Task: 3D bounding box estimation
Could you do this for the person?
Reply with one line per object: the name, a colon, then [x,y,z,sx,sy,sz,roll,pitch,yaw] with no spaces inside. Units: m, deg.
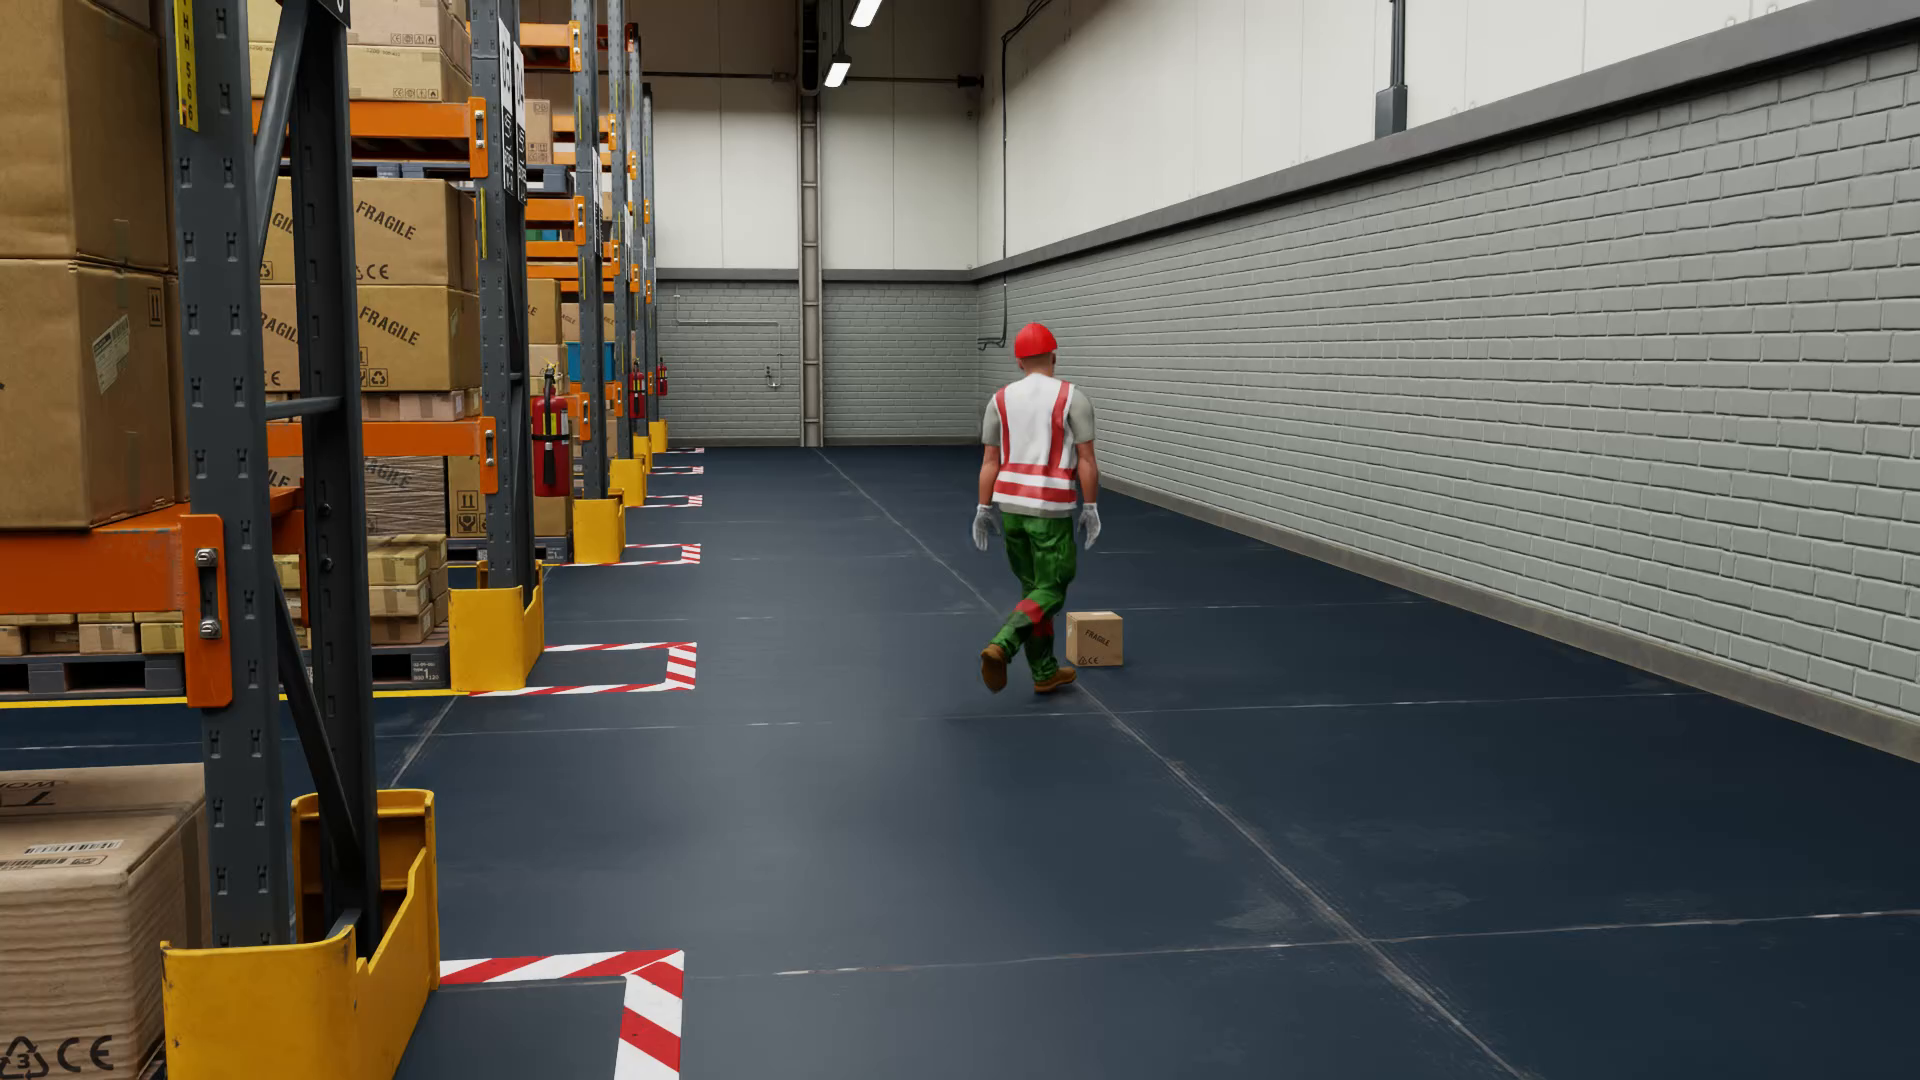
person: [0.337,-0.128,7.774,0.605,1.769,0.838,4,8,32]
